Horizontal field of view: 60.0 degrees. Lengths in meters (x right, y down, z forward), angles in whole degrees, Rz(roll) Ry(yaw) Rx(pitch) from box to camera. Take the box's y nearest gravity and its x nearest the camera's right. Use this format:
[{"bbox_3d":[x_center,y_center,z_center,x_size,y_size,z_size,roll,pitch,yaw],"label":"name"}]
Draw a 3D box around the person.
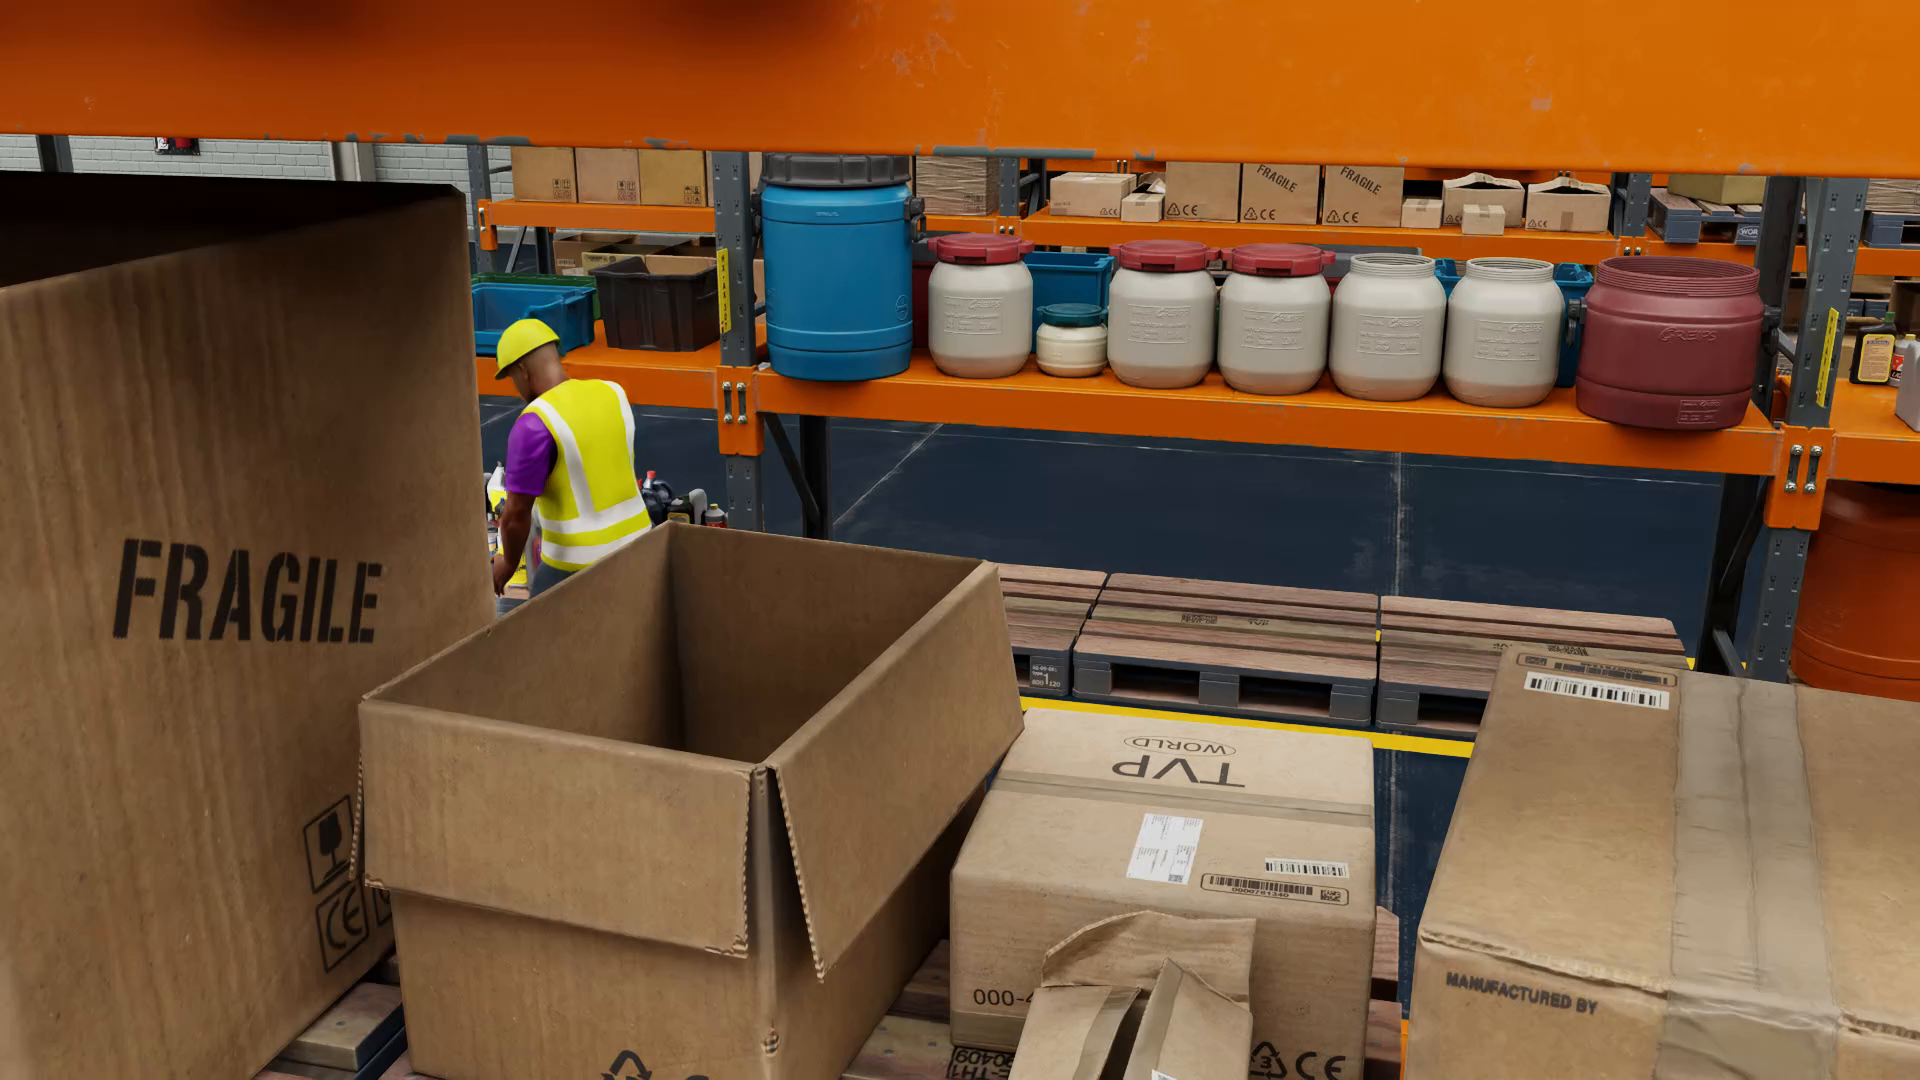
[{"bbox_3d":[-1.409,0.044,6.024,0.511,1.682,0.602,10,21,29],"label":"person"}]
